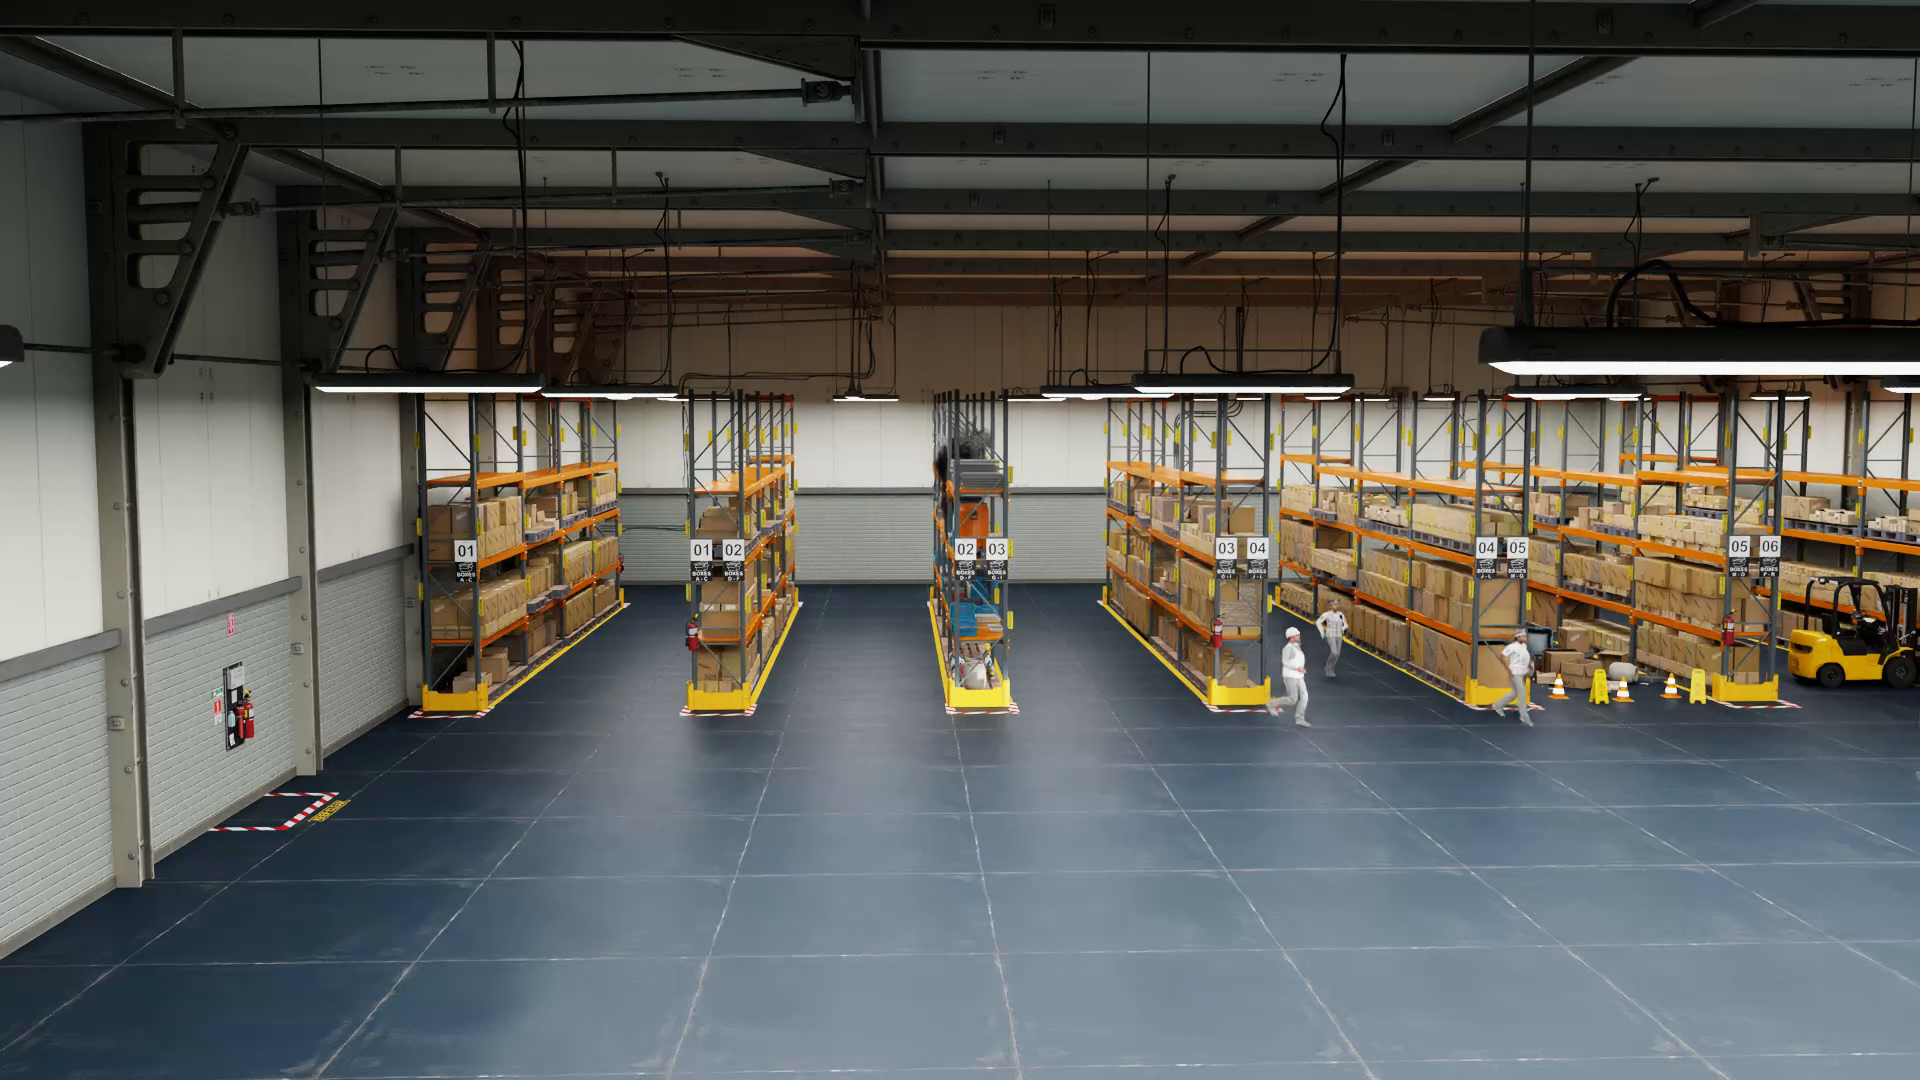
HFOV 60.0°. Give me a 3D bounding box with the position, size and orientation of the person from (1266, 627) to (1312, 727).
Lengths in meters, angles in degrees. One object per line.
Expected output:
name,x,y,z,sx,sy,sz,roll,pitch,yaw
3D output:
person,5.919,2.442,29.729,0.828,1.768,0.664,3,5,31

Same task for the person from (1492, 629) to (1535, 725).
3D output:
person,10.044,2.446,30.013,0.591,1.722,0.844,-4,6,-44

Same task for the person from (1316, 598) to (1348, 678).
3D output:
person,7.828,2.045,34.741,0.591,1.670,0.634,-1,5,-15
